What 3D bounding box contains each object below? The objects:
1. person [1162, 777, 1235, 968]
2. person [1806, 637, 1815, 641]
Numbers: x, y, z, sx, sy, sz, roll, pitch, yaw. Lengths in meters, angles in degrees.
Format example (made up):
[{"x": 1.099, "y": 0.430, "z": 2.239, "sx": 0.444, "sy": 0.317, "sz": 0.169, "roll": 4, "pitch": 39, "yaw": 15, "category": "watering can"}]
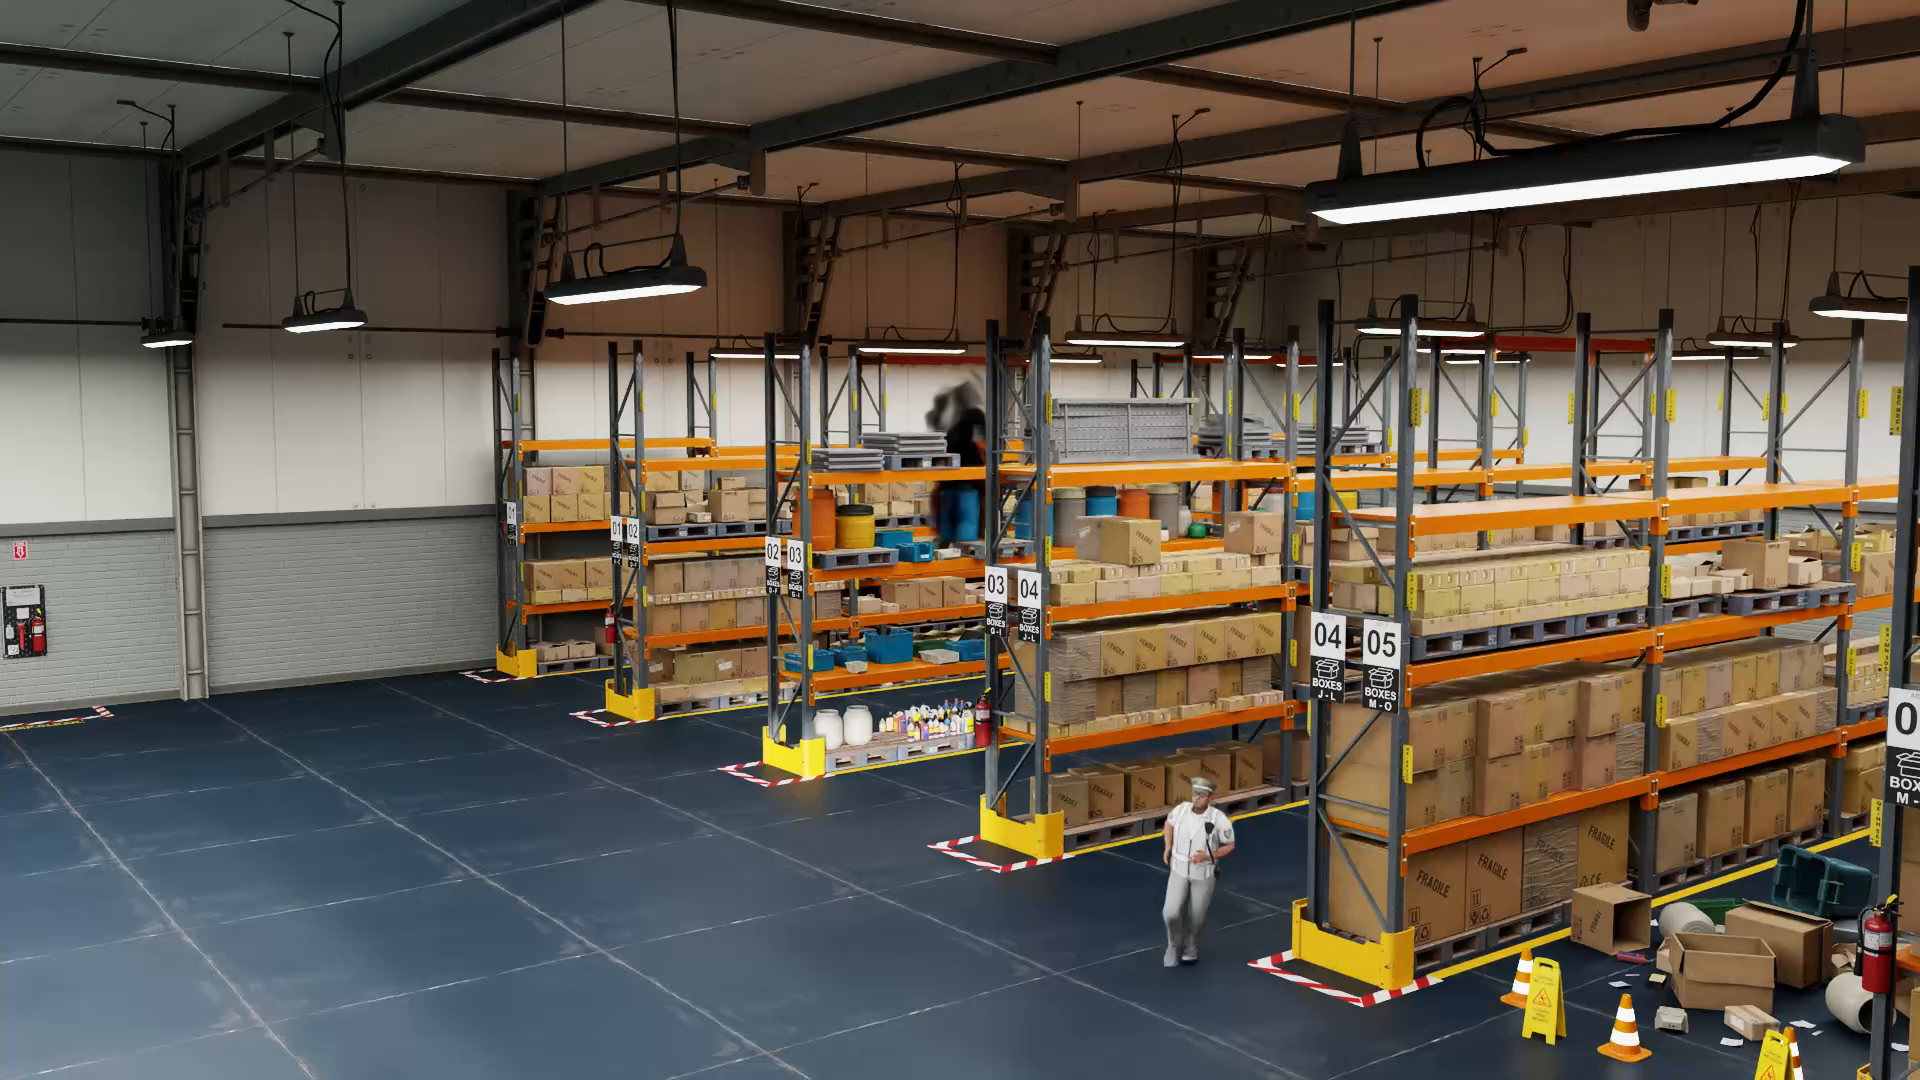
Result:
[{"x": 2.123, "y": 2.997, "z": 14.937, "sx": 0.687, "sy": 1.799, "sz": 0.621, "roll": 2, "pitch": 5, "yaw": 22, "category": "person"}, {"x": 11.925, "y": 2.252, "z": 23.336, "sx": 0.730, "sy": 1.765, "sz": 0.719, "roll": -3, "pitch": 6, "yaw": -31, "category": "person"}]
